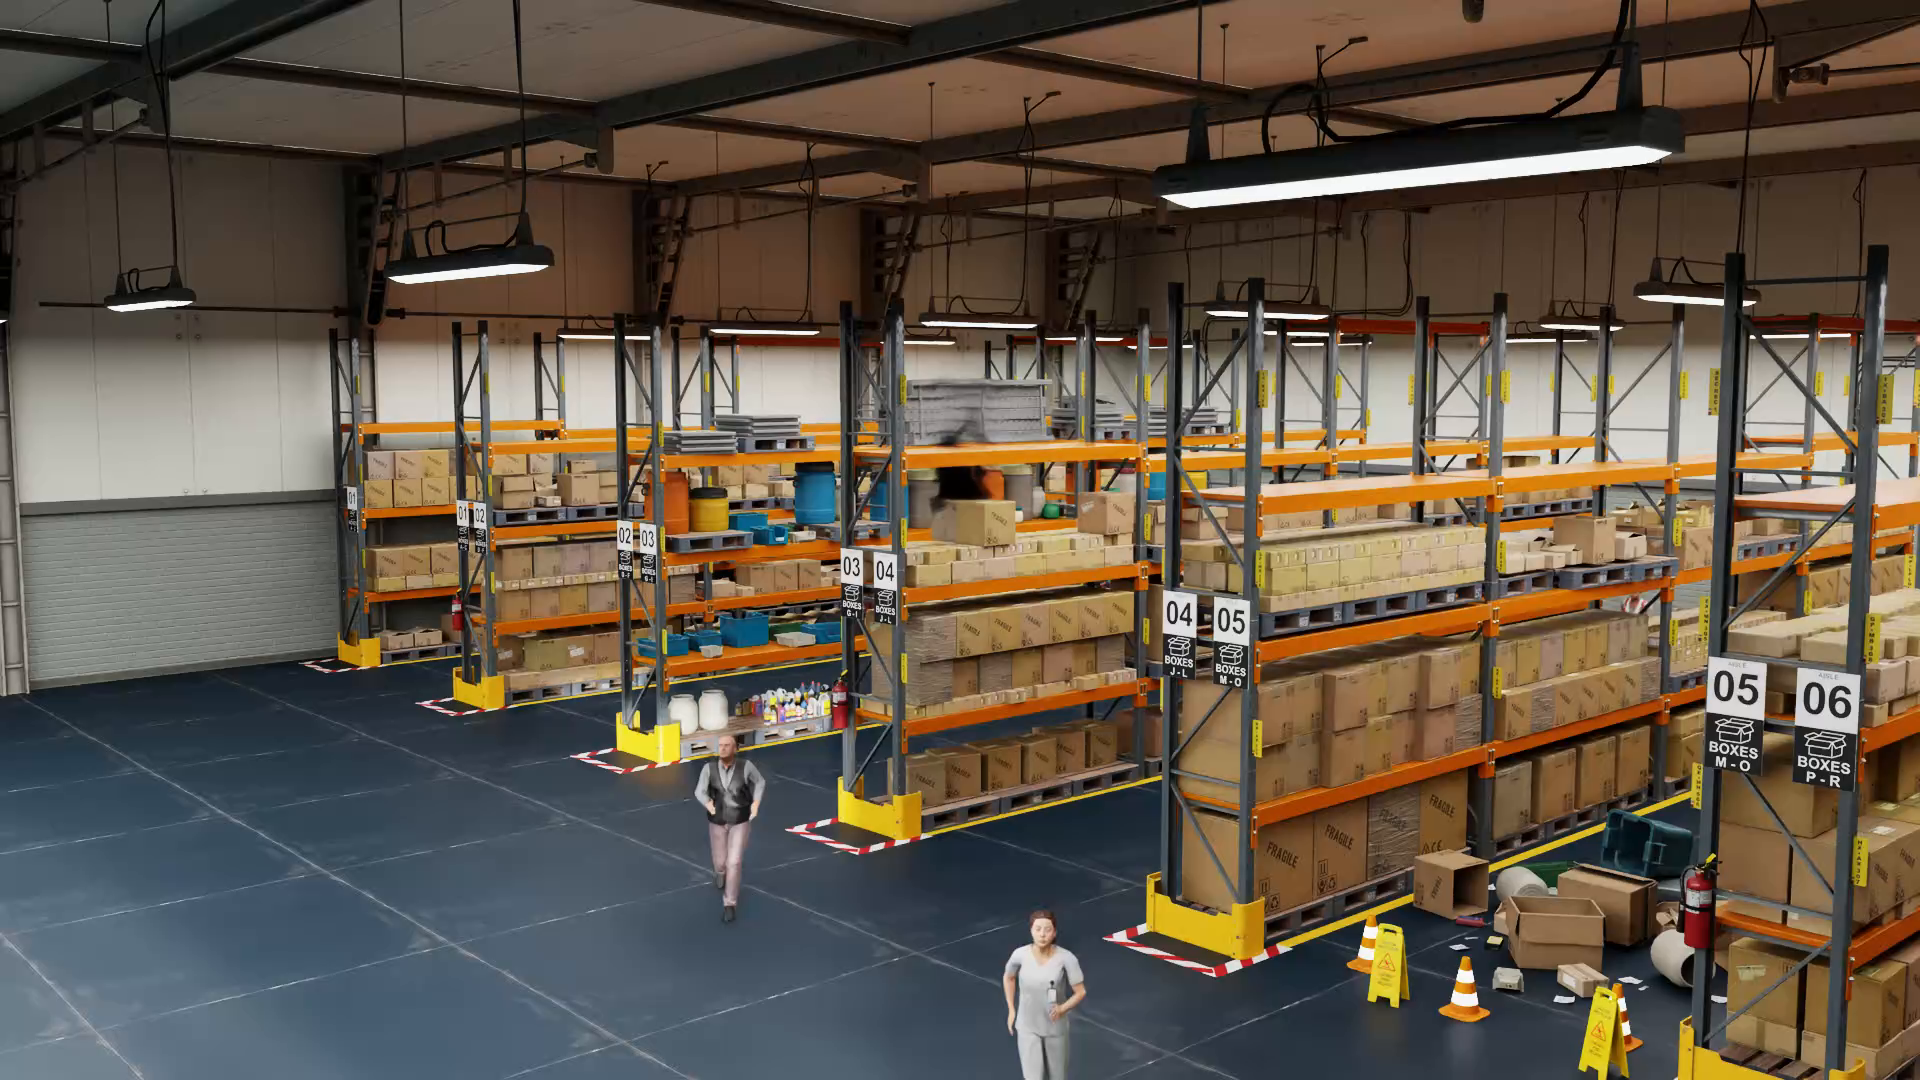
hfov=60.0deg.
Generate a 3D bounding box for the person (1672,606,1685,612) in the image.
[{"bbox_3d":[11.026,1.837,25.383,0.679,1.701,0.625,-4,7,-36],"label":"person"}]

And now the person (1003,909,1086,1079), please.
[{"bbox_3d":[0.558,3.256,11.092,0.567,1.626,0.780,1,6,8],"label":"person"}]

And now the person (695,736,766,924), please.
[{"bbox_3d":[-2.220,2.732,16.100,0.670,1.730,0.918,0,6,1],"label":"person"}]

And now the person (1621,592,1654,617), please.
[{"bbox_3d":[11.119,1.590,27.390,0.589,1.782,0.815,4,7,38],"label":"person"}]
